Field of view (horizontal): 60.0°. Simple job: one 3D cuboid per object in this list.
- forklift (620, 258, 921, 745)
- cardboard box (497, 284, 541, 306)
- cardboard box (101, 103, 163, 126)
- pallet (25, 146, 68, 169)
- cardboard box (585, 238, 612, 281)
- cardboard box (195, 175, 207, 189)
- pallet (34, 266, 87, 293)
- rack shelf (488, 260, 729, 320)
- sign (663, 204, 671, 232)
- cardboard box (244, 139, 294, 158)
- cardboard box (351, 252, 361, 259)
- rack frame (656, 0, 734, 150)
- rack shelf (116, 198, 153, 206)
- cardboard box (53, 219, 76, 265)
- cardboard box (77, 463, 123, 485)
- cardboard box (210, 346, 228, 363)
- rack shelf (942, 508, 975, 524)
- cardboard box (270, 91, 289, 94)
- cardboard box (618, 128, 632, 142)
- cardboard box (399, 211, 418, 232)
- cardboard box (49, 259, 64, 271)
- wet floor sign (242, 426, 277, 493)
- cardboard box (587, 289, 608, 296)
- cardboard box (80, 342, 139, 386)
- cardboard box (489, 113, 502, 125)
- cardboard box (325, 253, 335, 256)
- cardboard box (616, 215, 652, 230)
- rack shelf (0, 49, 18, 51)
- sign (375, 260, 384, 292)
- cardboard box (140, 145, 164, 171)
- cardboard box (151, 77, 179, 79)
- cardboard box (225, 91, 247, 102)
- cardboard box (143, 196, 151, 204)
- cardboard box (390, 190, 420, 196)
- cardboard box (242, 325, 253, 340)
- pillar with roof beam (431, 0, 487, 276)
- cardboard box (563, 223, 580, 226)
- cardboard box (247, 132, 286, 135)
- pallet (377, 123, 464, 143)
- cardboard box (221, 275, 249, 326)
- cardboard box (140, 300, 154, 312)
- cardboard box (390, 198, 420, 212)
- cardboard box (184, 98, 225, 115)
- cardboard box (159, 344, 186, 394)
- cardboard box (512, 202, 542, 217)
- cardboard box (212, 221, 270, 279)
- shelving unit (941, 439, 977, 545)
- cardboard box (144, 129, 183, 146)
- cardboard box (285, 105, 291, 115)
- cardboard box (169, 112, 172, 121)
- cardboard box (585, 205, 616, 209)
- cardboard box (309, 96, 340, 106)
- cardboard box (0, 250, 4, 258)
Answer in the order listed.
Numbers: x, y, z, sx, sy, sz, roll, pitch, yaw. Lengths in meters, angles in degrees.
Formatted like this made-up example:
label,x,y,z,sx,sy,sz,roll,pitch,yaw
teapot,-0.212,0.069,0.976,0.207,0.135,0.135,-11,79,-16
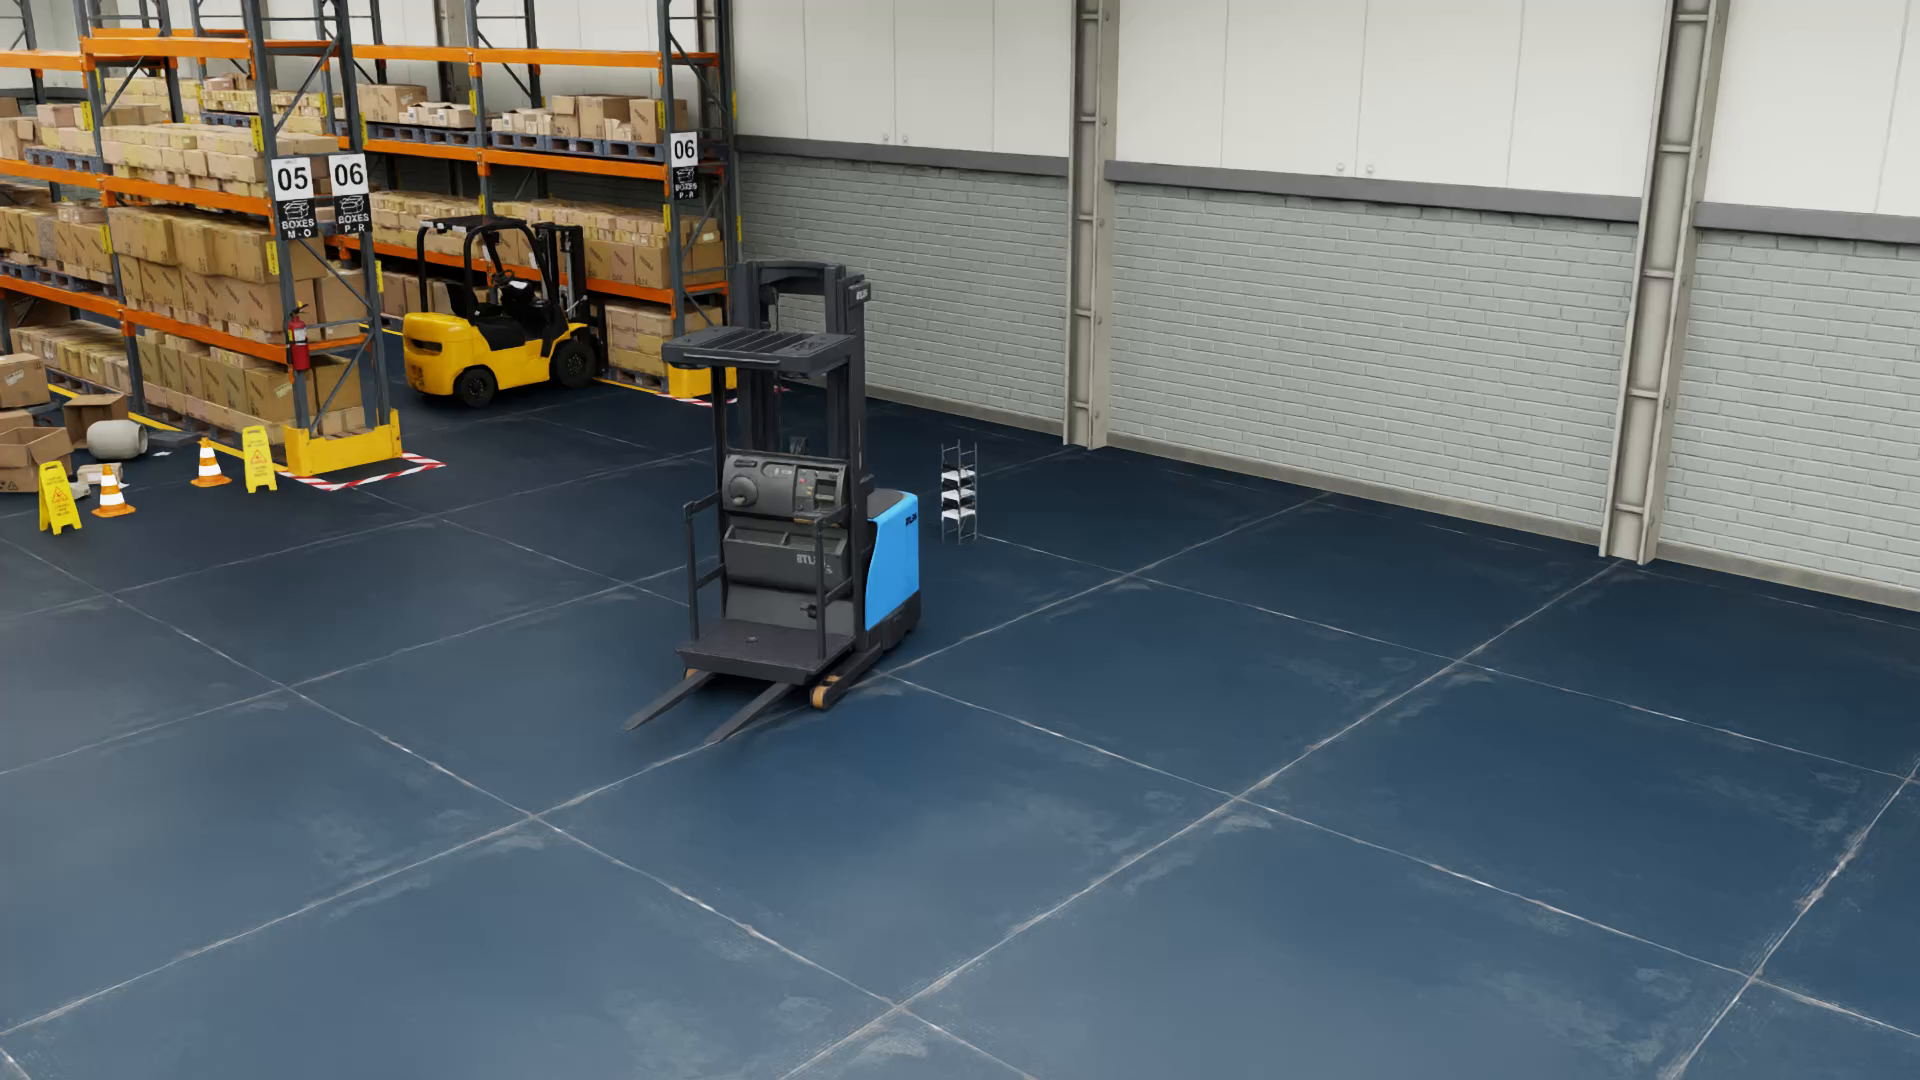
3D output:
label,x,y,z,sx,sy,sz,roll,pitch,yaw
forklift,-1.309,-0.373,11.441,1.130,2.935,3.031,7,19,20
cardboard box,-6.011,-3.352,22.914,0.500,0.250,0.500,15,23,38
cardboard box,-10.006,-5.133,20.095,0.500,0.250,0.500,14,23,38
pallet,-10.625,-4.726,20.397,1.003,0.211,1.213,15,23,39
cardboard box,-4.480,-3.647,21.480,0.500,0.500,0.500,14,23,38
cardboard box,-7.856,-3.809,17.612,0.250,0.149,0.380,14,22,38
pallet,-10.940,-3.354,21.039,1.213,0.211,1.003,15,23,39
rack shelf,-4.668,-3.410,22.087,4.000,0.370,1.077,15,23,39
sign,-3.543,-3.896,20.123,0.005,0.325,0.100,15,23,39
cardboard box,-6.913,-3.919,16.639,0.250,0.149,0.380,15,23,40
cardboard box,-9.759,-4.542,26.830,0.250,0.149,0.380,15,23,40
rack frame,-3.172,-6.211,19.805,0.127,3.000,1.000,15,23,39
rack shelf,-13.644,-5.819,29.679,4.000,0.370,1.077,15,23,39
cardboard box,-10.708,-3.665,20.351,0.500,0.500,0.500,16,24,41
cardboard box,-8.785,-0.675,16.991,0.380,0.149,0.250,-6,18,-18
cardboard box,-7.938,-2.048,18.147,0.250,0.149,0.380,16,24,42
rack shelf,-0.006,-0.227,15.045,0.200,0.077,0.258,15,23,39
cardboard box,-10.913,-7.155,26.804,0.250,0.149,0.380,15,23,40
cardboard box,-3.994,-5.007,20.526,0.250,0.149,0.380,14,22,38
cardboard box,-7.834,-4.673,24.299,0.500,0.250,0.500,15,23,40
cardboard box,-11.151,-3.471,20.812,0.250,0.149,0.380,16,24,41
wet floor sign,-7.032,-0.825,16.645,0.267,0.644,0.232,-9,20,-27
cardboard box,-4.909,-3.262,22.631,0.500,0.250,0.500,15,23,40
cardboard box,-10.390,-2.227,20.819,0.950,0.372,0.625,-17,24,-42
cardboard box,-6.669,-5.927,23.426,0.250,0.149,0.380,15,23,39
cardboard box,-10.253,-4.491,26.670,0.250,0.149,0.380,16,24,41
cardboard box,-4.136,-4.030,21.121,0.250,0.149,0.380,15,23,40
rack shelf,-13.944,-6.654,22.730,3.809,0.124,0.919,15,23,39
sign,-6.104,-2.763,17.427,0.005,0.325,0.100,15,23,39
cardboard box,-8.551,-4.175,18.107,0.500,0.250,0.500,15,23,40
cardboard box,-14.233,-8.171,29.872,0.500,0.250,0.500,14,22,38
cardboard box,-11.597,-7.157,26.811,0.250,0.149,0.380,15,23,38
cardboard box,-14.487,-6.166,29.996,0.250,0.149,0.380,16,24,41
cardboard box,-8.508,-5.267,25.513,0.250,0.149,0.380,16,23,41
cardboard box,-7.327,-2.216,17.552,0.250,0.149,0.380,15,23,38
pillar with roof beam,-10.440,-6.785,21.615,0.400,9.000,9.100,15,23,39
cardboard box,-4.957,-4.073,21.748,0.250,0.149,0.380,14,23,38
cardboard box,-7.327,-4.241,17.656,0.250,0.149,0.380,15,23,39
pallet,-7.751,-5.957,24.278,1.213,0.211,1.003,16,24,42
cardboard box,-7.425,-2.565,17.578,0.500,0.500,0.500,15,23,39
cardboard box,-9.210,-2.736,19.189,0.250,0.149,0.380,16,24,41
cardboard box,-8.141,-4.927,24.440,0.250,0.149,0.380,16,23,40
cardboard box,-12.675,-7.301,27.955,0.500,0.250,0.500,15,23,39
cardboard box,-8.786,-1.993,19.045,0.500,0.500,0.500,16,24,41
cardboard box,-5.855,-4.494,22.583,0.250,0.149,0.380,15,23,40
cardboard box,-7.365,-3.050,17.453,0.500,0.500,0.700,15,23,40
shelving unit,-0.006,-0.431,14.981,0.210,0.900,0.258,15,23,39
cardboard box,-8.634,-4.386,18.110,0.250,0.149,0.380,14,22,37
cardboard box,-10.310,-6.739,26.017,0.250,0.149,0.380,15,23,40
cardboard box,-13.350,-7.292,28.587,0.250,0.149,0.380,16,24,41
cardboard box,-4.788,-4.393,22.265,0.250,0.149,0.380,15,23,39
cardboard box,-9.736,-6.726,25.486,0.250,0.149,0.380,14,22,37
cardboard box,-12.998,-3.805,22.390,0.500,0.250,0.500,14,22,37
